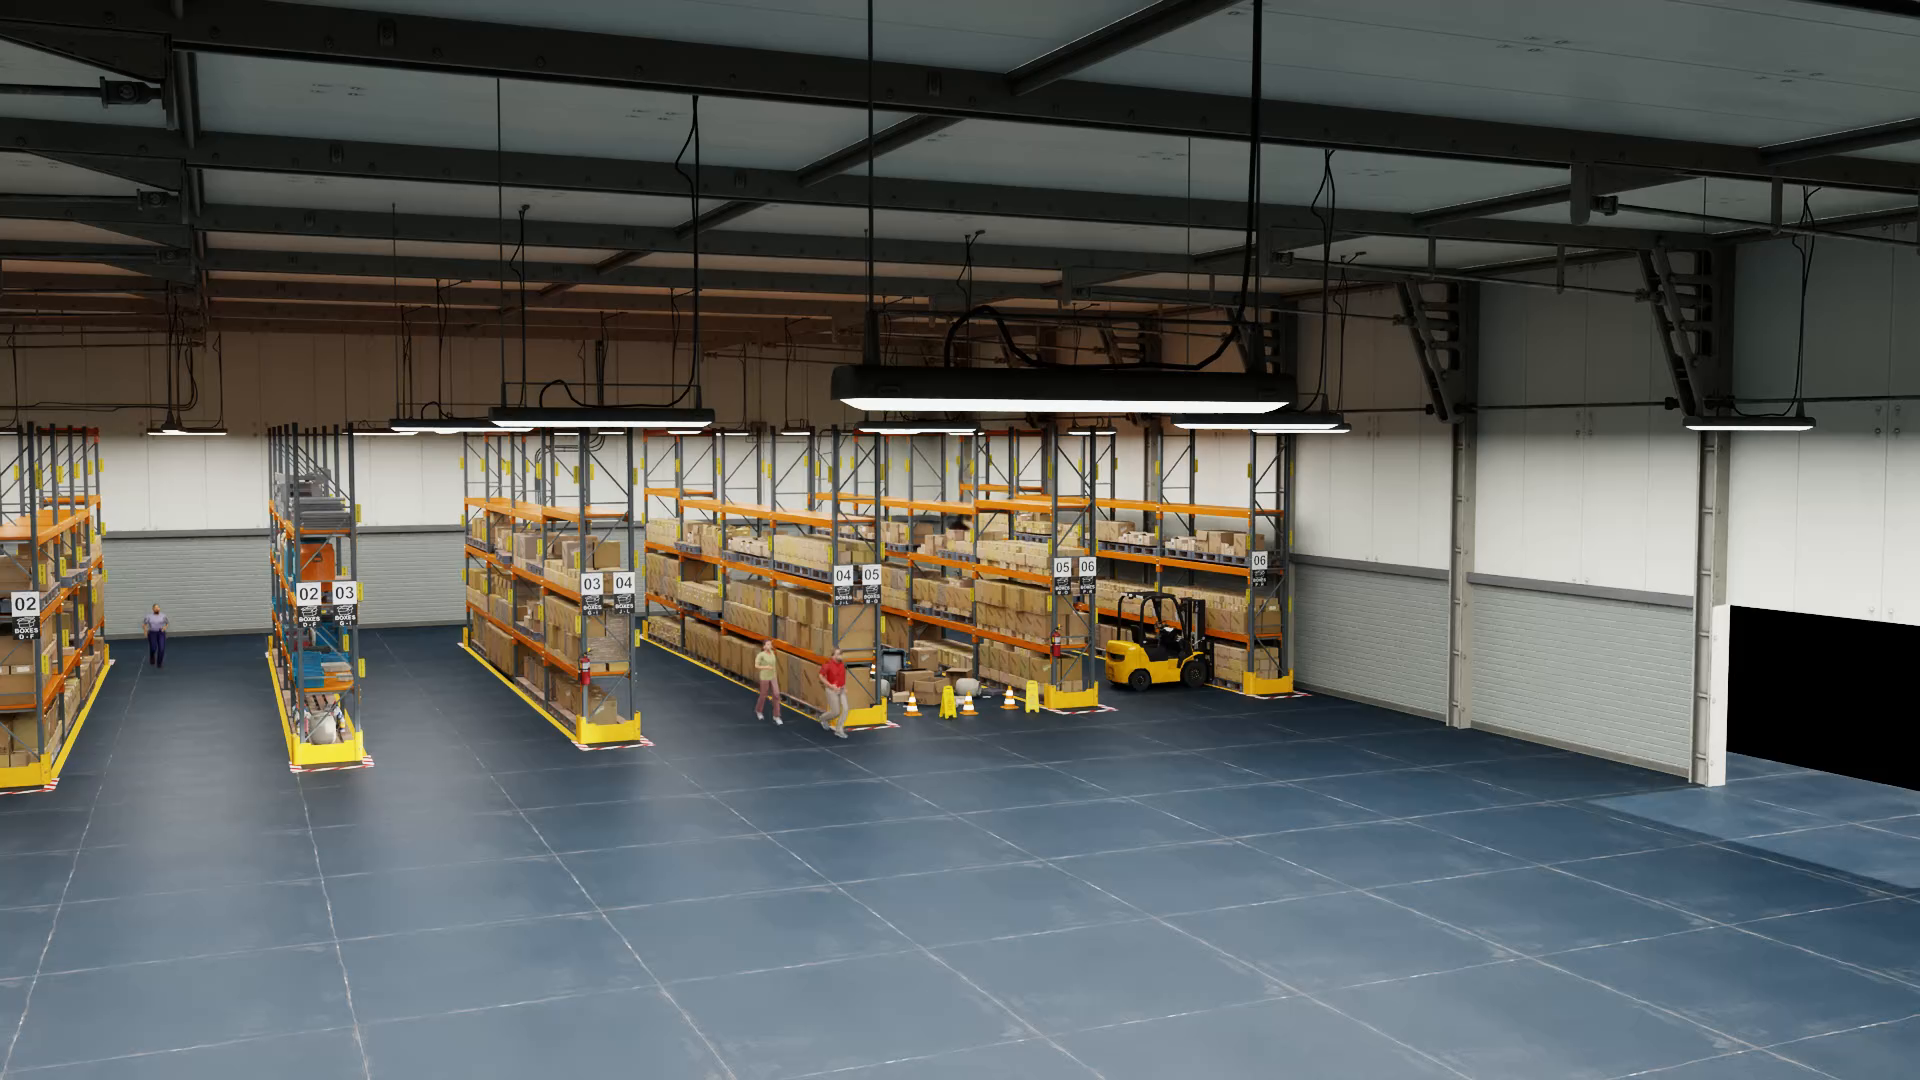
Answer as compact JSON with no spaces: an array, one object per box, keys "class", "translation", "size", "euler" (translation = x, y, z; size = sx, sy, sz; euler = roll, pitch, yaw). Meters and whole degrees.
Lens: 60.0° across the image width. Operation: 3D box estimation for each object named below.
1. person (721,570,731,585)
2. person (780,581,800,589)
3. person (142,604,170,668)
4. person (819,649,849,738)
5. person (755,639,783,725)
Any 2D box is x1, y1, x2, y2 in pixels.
[{"class":"person","translation":[-7.034,1.771,50.076],"size":[1.024,1.755,0.715],"euler":[-1,4,-23]},{"class":"person","translation":[-5.255,1.735,50.548],"size":[0.972,1.765,0.699],"euler":[-2,4,-32]},{"class":"person","translation":[-20.009,2.391,41.430],"size":[0.613,1.603,0.543],"euler":[-2,4,-31]},{"class":"person","translation":[-2.417,2.936,32.004],"size":[0.666,1.706,0.700],"euler":[3,5,44]},{"class":"person","translation":[-3.887,2.827,33.448],"size":[0.571,1.701,0.891],"euler":[-2,4,-34]}]
